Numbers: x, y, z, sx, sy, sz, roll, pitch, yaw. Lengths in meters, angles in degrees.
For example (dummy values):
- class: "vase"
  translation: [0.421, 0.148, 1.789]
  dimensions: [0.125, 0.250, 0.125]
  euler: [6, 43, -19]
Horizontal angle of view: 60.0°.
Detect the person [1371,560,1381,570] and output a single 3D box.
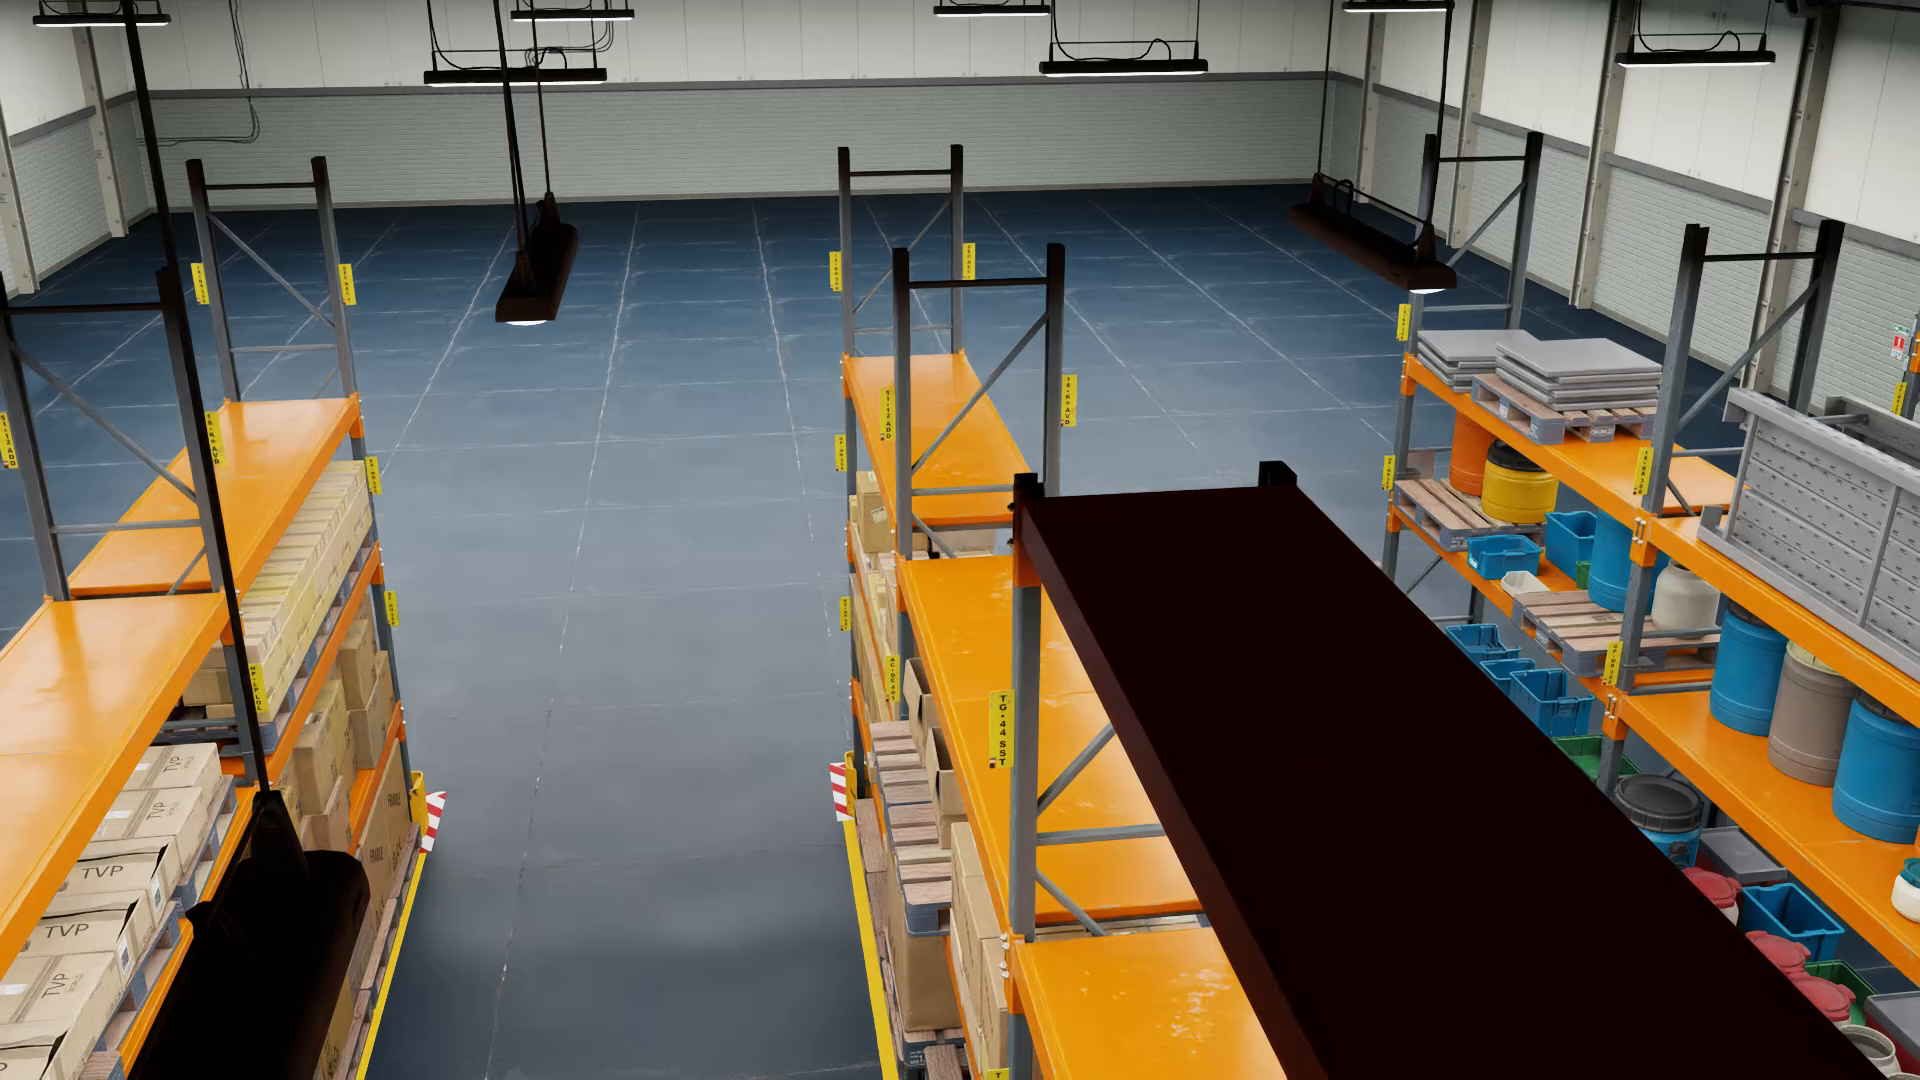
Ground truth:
- class: "person"
  translation: [4.059, 0.993, 16.867]
  dimensions: [0.803, 1.658, 0.488]
  euler: [-1, 22, -3]
